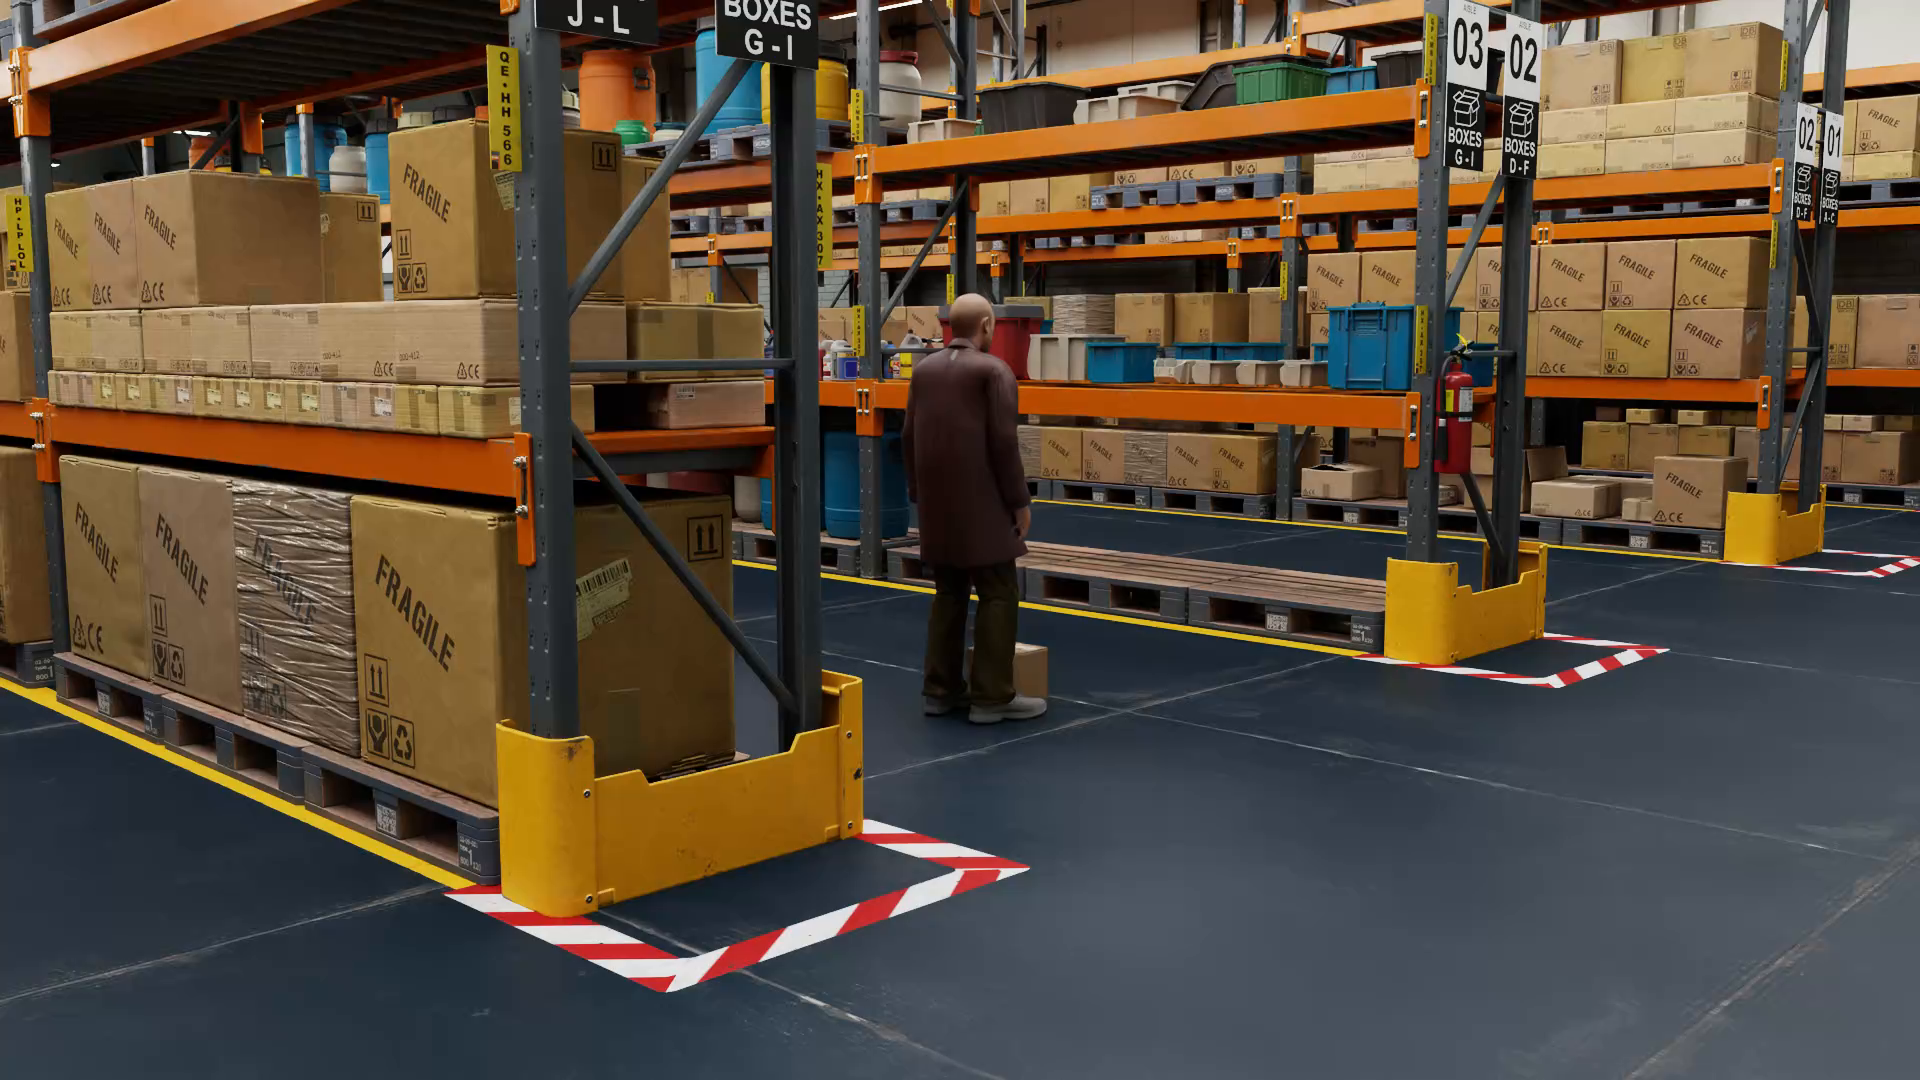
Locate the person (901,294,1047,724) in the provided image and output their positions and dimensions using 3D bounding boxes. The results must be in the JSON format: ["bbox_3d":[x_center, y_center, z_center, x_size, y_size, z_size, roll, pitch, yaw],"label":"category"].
[{"bbox_3d":[0.035,-0.051,6.997,0.637,1.590,0.428,6,9,41],"label":"person"}]
